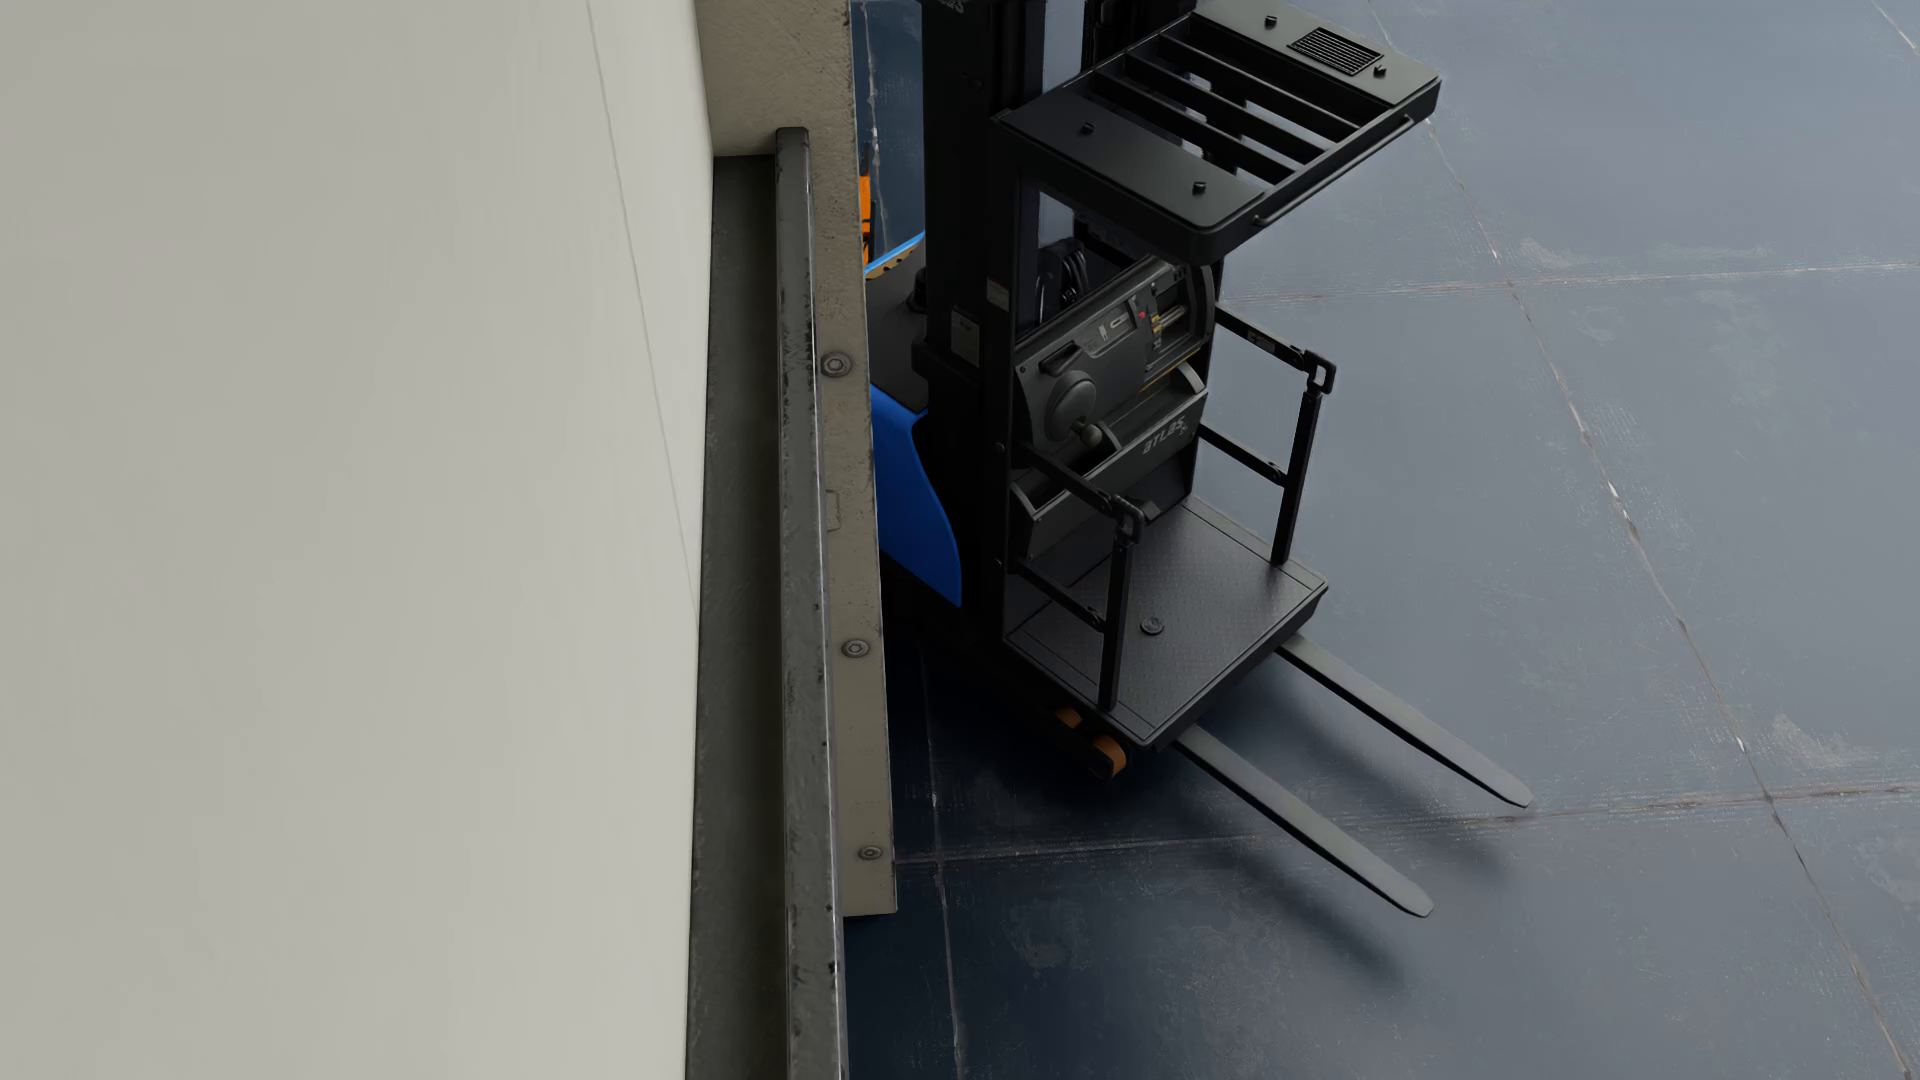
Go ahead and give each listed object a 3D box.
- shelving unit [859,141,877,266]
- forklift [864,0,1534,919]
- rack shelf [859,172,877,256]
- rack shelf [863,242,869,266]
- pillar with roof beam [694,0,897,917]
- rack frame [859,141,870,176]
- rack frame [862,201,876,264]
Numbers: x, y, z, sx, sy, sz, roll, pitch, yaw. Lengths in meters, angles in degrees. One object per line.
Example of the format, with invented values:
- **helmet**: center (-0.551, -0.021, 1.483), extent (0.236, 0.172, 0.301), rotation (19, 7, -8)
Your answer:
- **shelving unit**: center (-0.507, -1.007, 6.969), extent (0.258, 1.200, 0.503), rotation (0, 41, -7)
- **forklift**: center (0.677, -0.570, 5.408), extent (3.031, 2.935, 1.130), rotation (36, 56, 29)
- **rack shelf**: center (-0.479, -1.305, 6.715), extent (0.258, 0.148, 0.480), rotation (0, 41, -7)
- **rack shelf**: center (-0.496, -1.125, 6.868), extent (0.258, 0.148, 0.480), rotation (0, 41, -7)
- **pillar with roof beam**: center (3.906, -2.218, 2.789), extent (9.100, 9.000, 0.400), rotation (-3, 47, -3)
- **rack frame**: center (-0.529, -1.165, 7.154), extent (0.240, 1.200, 0.015), rotation (0, 41, -7)
- **rack frame**: center (-0.485, -0.848, 6.785), extent (0.240, 1.200, 0.015), rotation (0, 41, -7)
